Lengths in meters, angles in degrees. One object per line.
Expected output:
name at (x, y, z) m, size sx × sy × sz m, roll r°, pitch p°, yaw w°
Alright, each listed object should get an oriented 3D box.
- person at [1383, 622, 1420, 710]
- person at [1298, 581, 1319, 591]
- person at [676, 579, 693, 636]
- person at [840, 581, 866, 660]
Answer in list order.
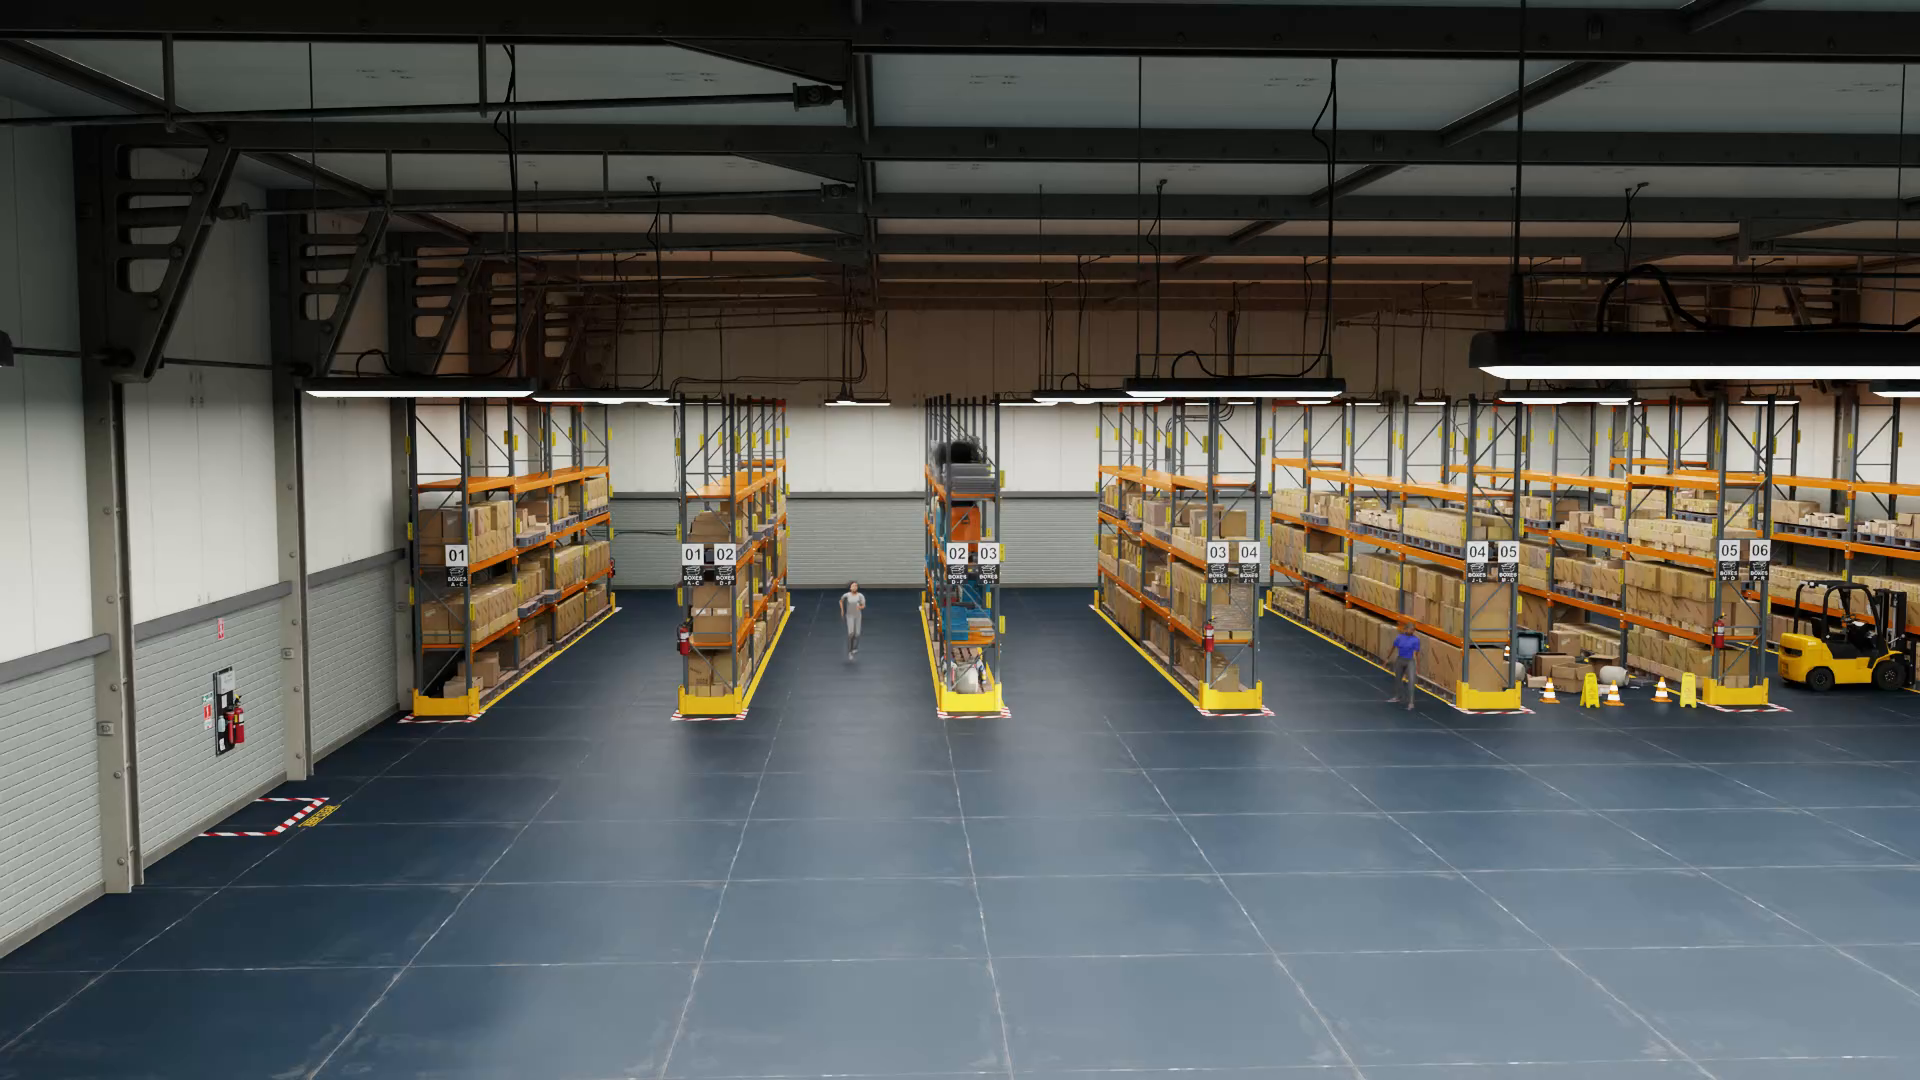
person at (8.491, 2.383, 31.946) m, size 0.670 × 1.638 × 0.764 m, roll 2°, pitch 5°, yaw 27°
person at (10.173, 1.033, 48.793) m, size 0.908 × 1.641 × 0.637 m, roll 2°, pitch 5°, yaw 25°
person at (-6.689, 1.585, 41.167) m, size 0.690 × 1.752 × 0.716 m, roll -1°, pitch 5°, yaw -8°
person at (-2.370, 1.777, 36.940) m, size 0.546 × 1.737 × 0.705 m, roll -1°, pitch 5°, yaw -13°
